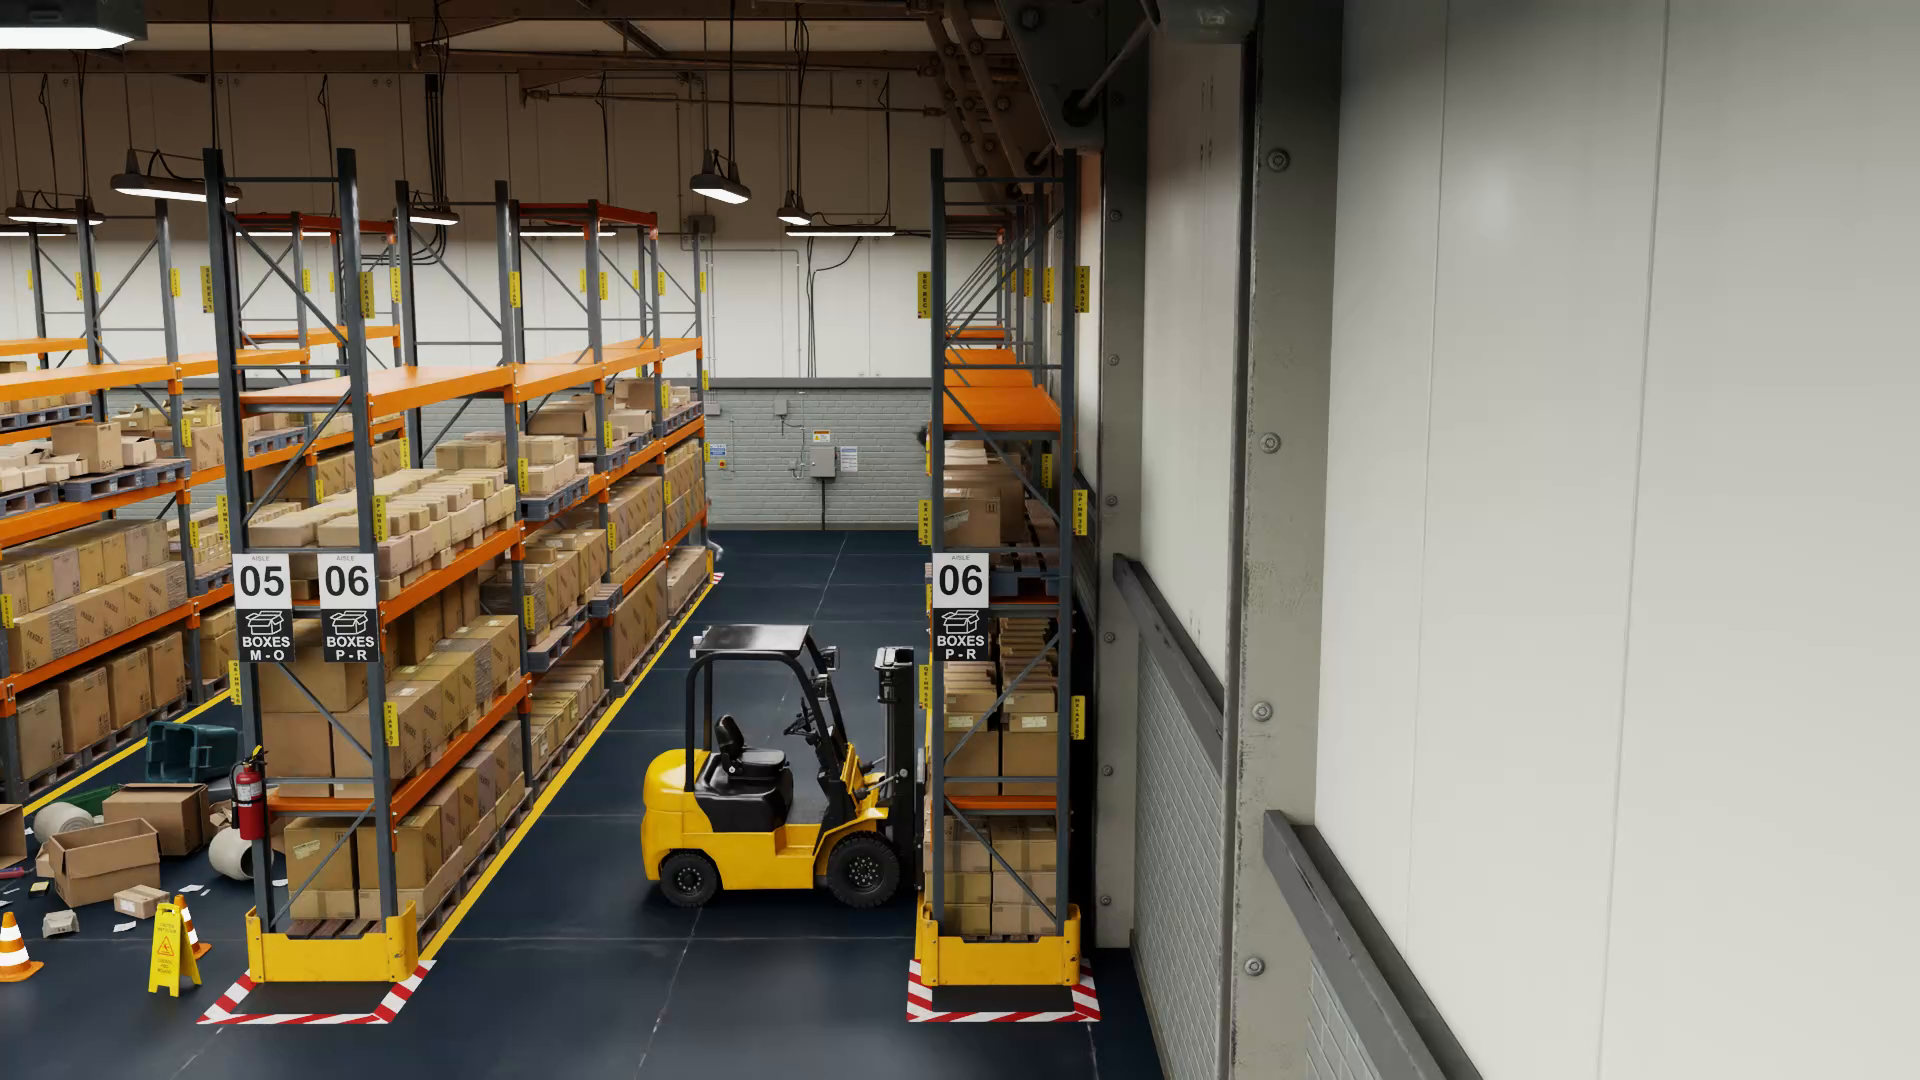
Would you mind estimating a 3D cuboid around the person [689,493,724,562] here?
[{"bbox_3d":[-4.560,-0.258,29.280,0.644,1.520,0.637,3,9,15],"label":"person"}]
